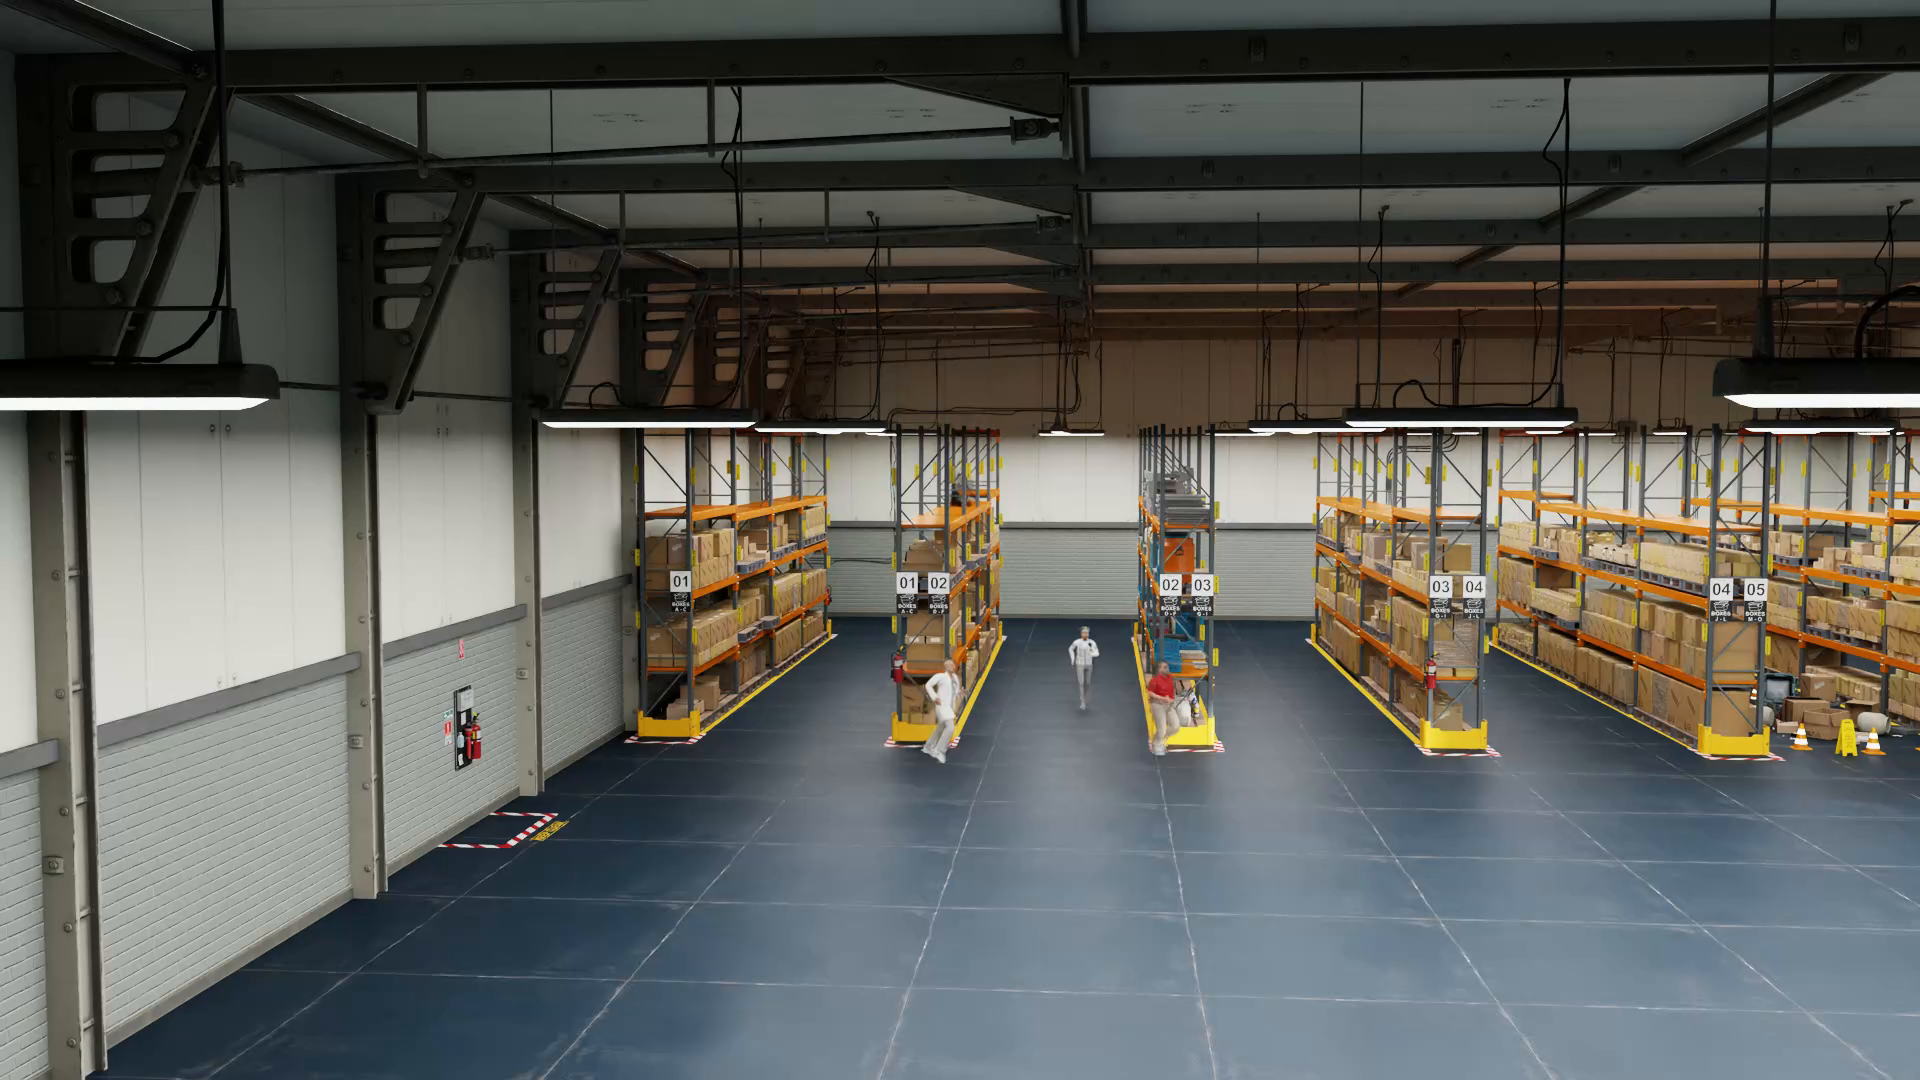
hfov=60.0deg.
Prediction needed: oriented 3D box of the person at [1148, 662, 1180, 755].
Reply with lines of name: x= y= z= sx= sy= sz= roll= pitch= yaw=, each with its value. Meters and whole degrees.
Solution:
person: x=3.710 y=3.047 z=29.977 sx=0.662 sy=1.699 sz=0.578 roll=-3 pitch=4 yaw=-39

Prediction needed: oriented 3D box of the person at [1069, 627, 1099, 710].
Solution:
person: x=2.660 y=2.700 z=35.517 sx=0.593 sy=1.727 sz=0.854 roll=0 pitch=3 yaw=-6

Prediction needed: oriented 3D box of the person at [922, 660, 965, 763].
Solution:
person: x=-0.258 y=3.049 z=29.749 sx=0.805 sy=1.826 sz=0.687 roll=2 pitch=4 yaw=33
